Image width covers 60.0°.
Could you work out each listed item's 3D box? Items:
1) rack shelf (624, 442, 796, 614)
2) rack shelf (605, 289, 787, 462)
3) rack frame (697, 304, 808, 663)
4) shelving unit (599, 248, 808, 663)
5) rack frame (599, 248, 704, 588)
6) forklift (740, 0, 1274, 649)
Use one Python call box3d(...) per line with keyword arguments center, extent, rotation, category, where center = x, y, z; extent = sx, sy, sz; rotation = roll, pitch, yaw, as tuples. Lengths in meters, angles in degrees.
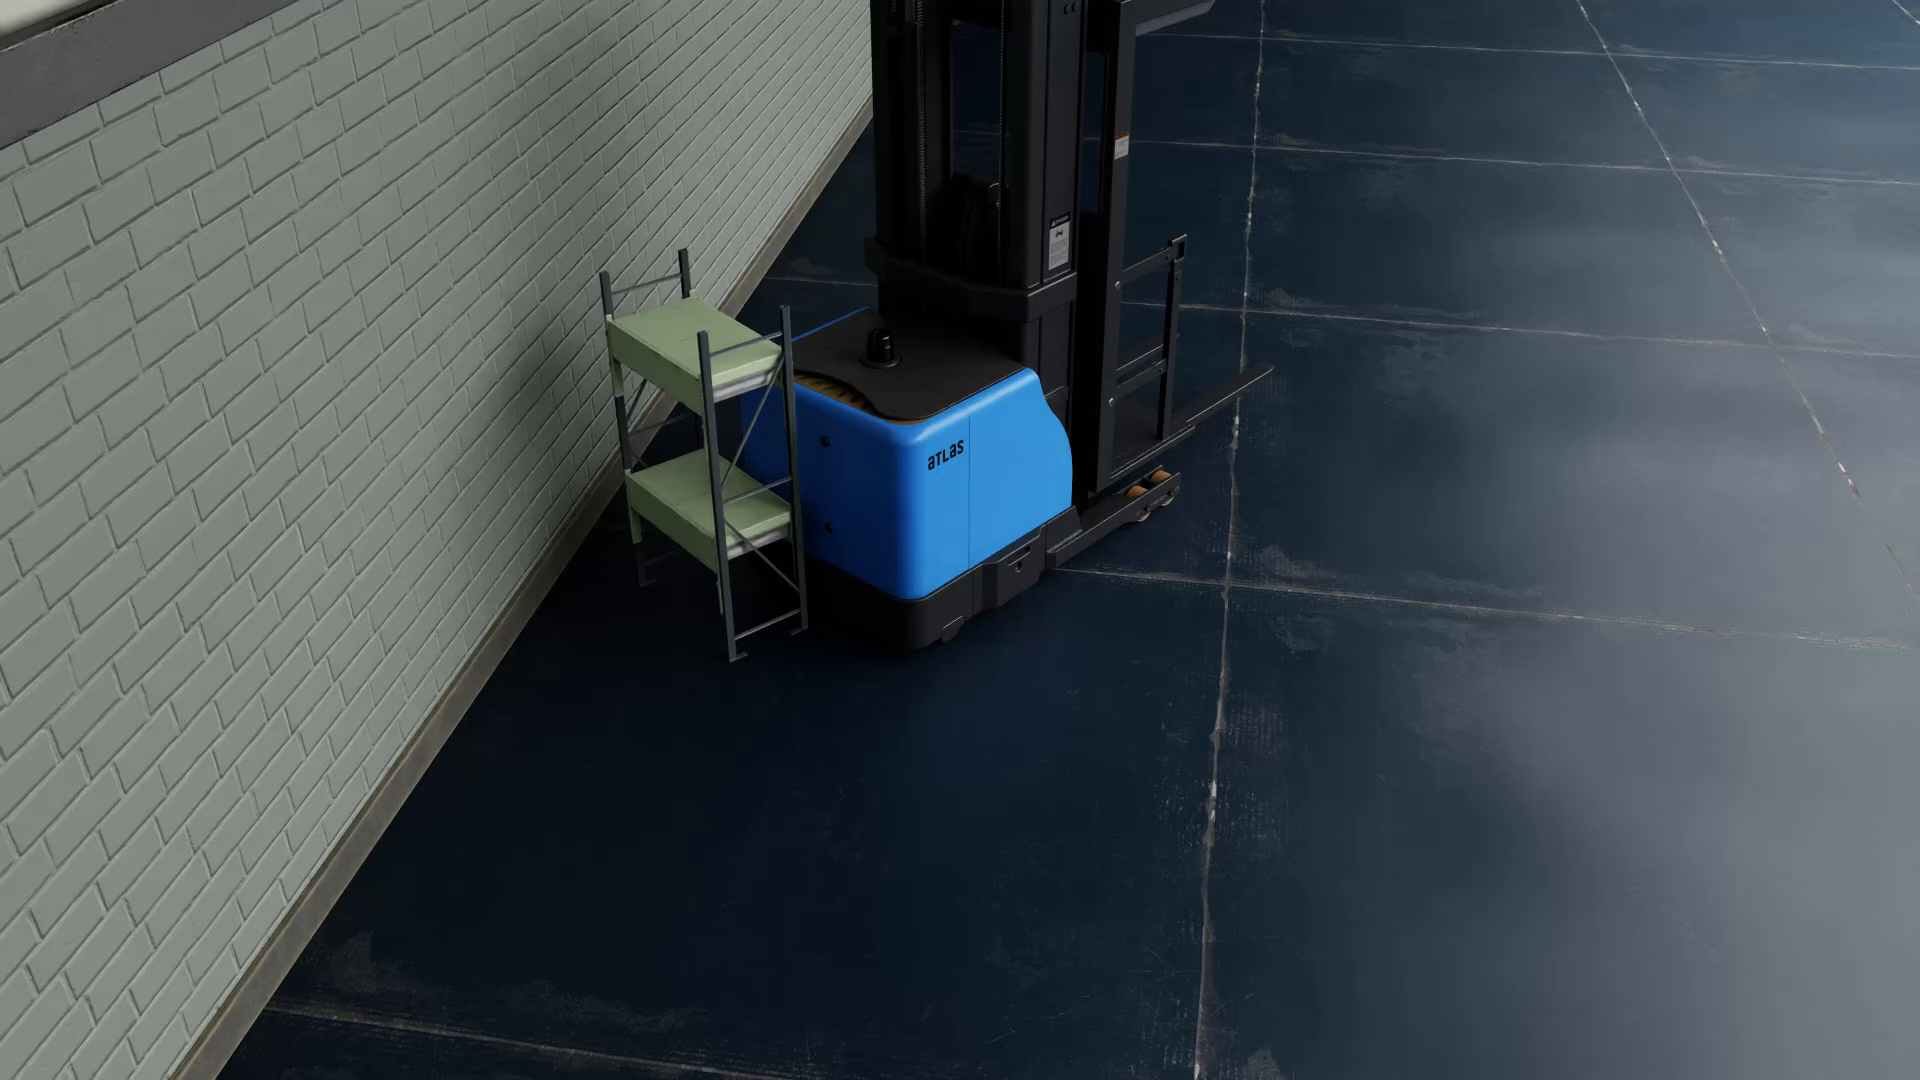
box3d(center=(-1.046, -0.068, 7.059), extent=(0.431, 0.370, 0.720), rotation=(-24, 39, -33), category="rack shelf")
box3d(center=(-1.046, -0.675, 6.679), extent=(0.431, 0.370, 0.720), rotation=(-24, 39, -33), category="rack shelf")
box3d(center=(-0.812, -0.194, 6.647), extent=(0.400, 1.500, 0.023), rotation=(-24, 39, -33), category="rack frame")
box3d(center=(-1.046, -0.344, 6.886), extent=(0.431, 1.500, 0.755), rotation=(-24, 39, -33), category="shelving unit")
box3d(center=(-1.279, -0.494, 7.125), extent=(0.400, 1.500, 0.023), rotation=(-24, 39, -33), category="rack frame")
box3d(center=(0.412, -1.490, 7.368), extent=(1.130, 2.935, 3.031), rotation=(25, 40, 34), category="forklift")
